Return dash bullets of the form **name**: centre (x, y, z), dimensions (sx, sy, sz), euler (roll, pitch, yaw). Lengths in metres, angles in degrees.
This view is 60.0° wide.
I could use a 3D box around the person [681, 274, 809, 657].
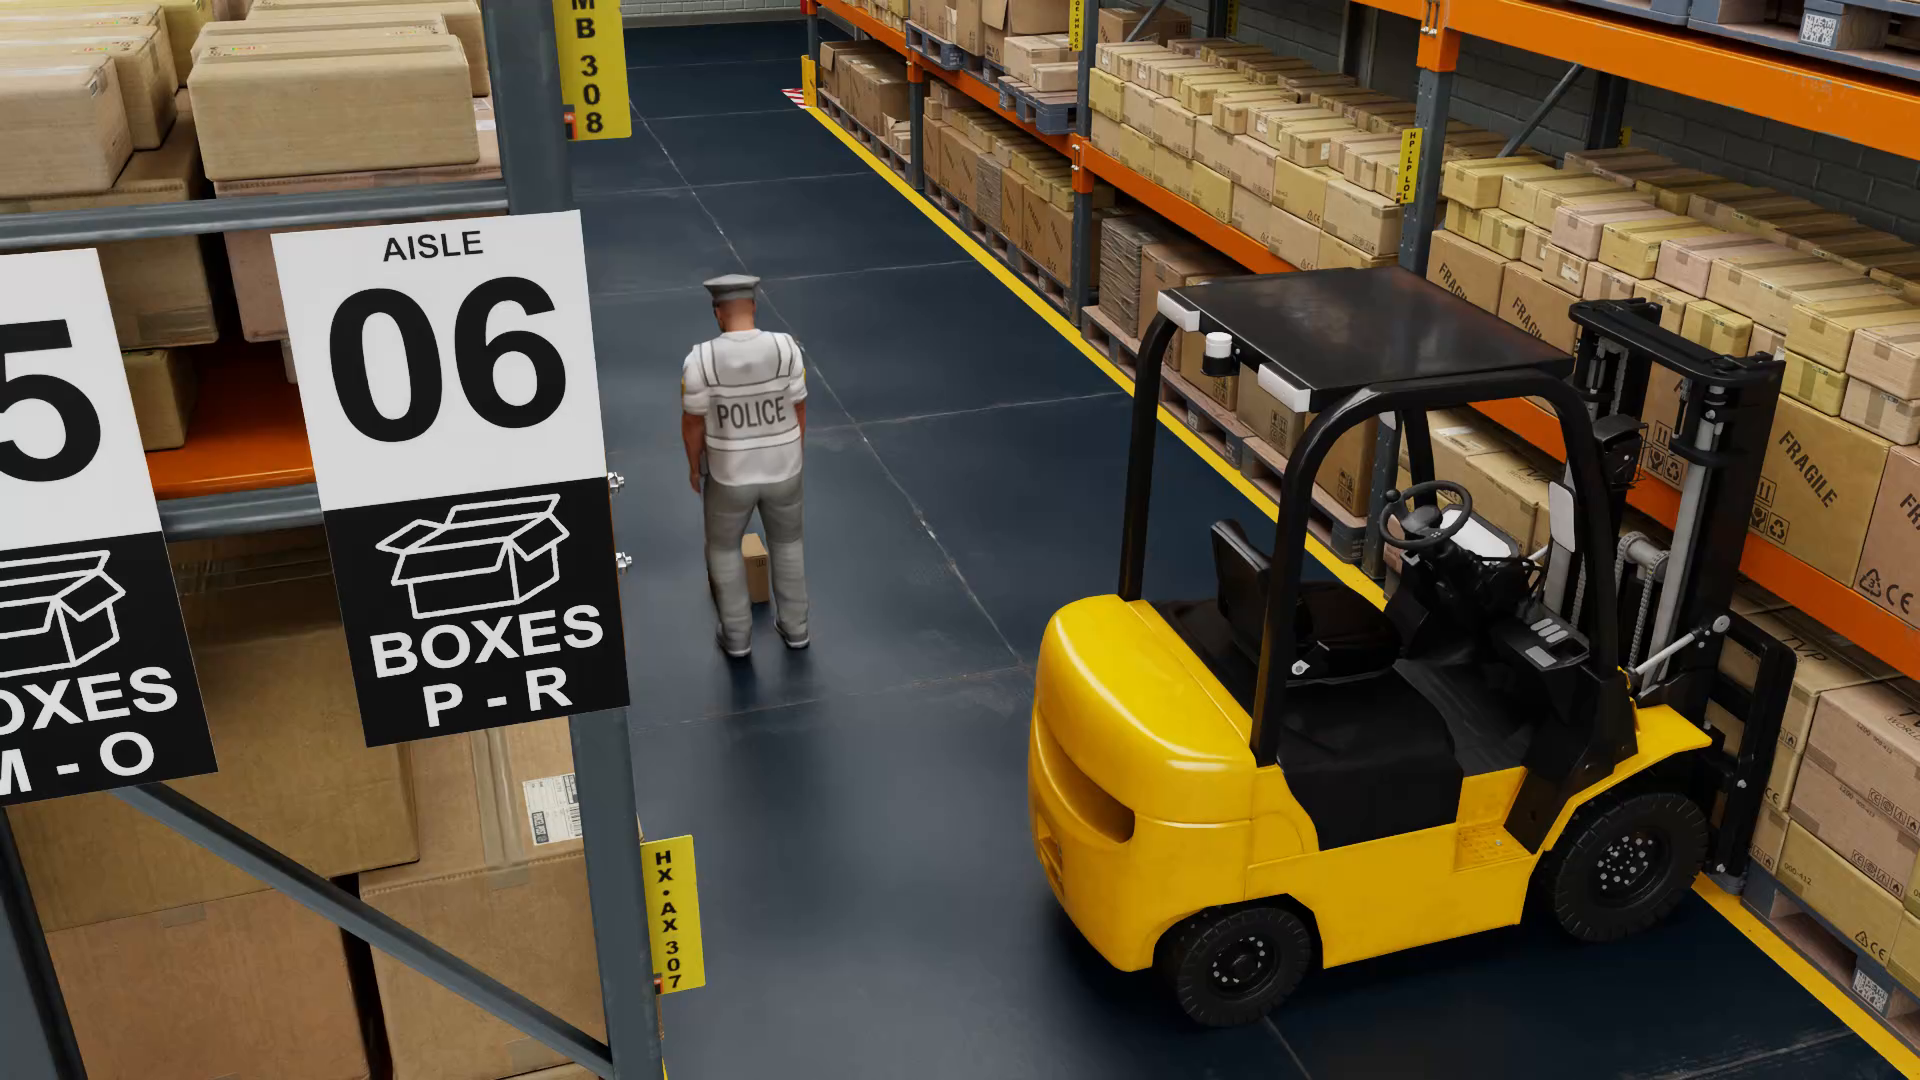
- **person**: centre (-0.927, -0.299, 7.255), dimensions (0.541, 1.729, 0.408), euler (-8, 27, -16)
